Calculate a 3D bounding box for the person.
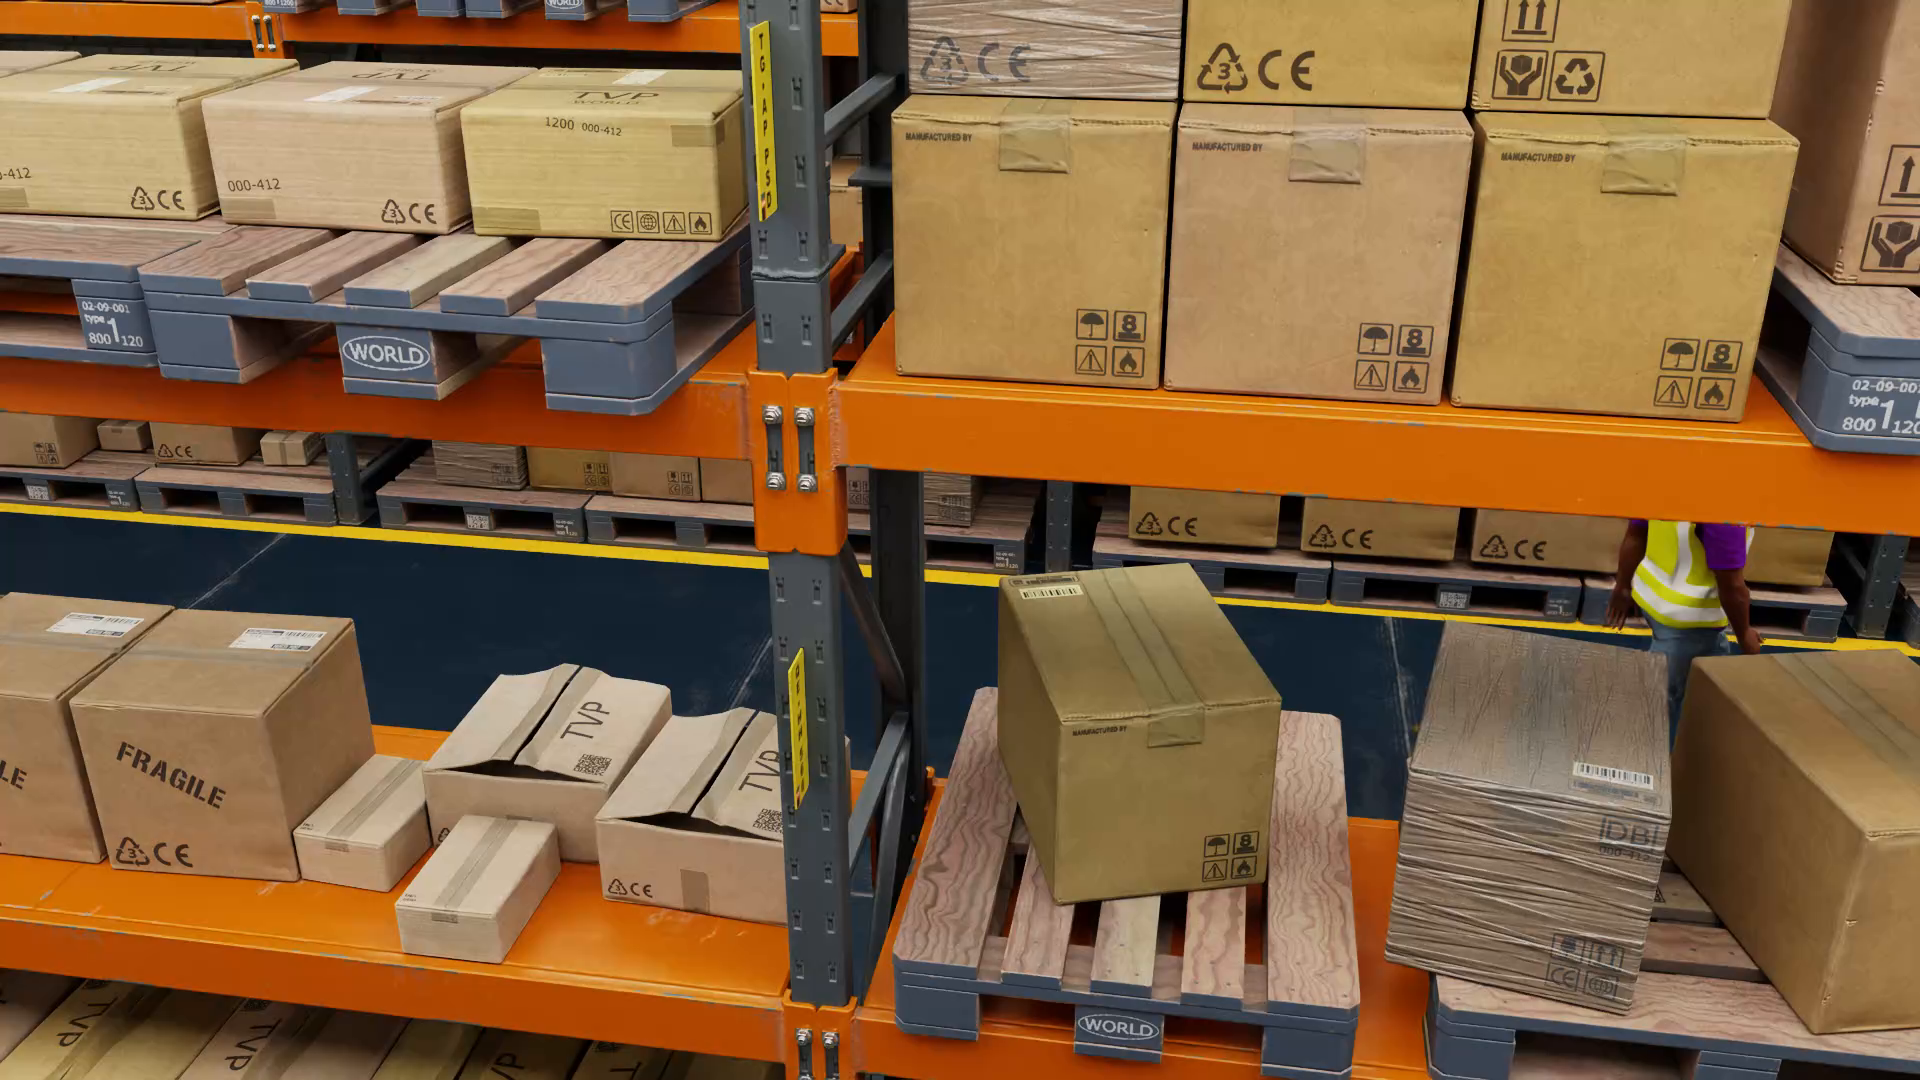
[{"bbox_3d":[2.826,0.257,6.530,1.024,1.715,0.573,-1,25,-3],"label":"person"}]
